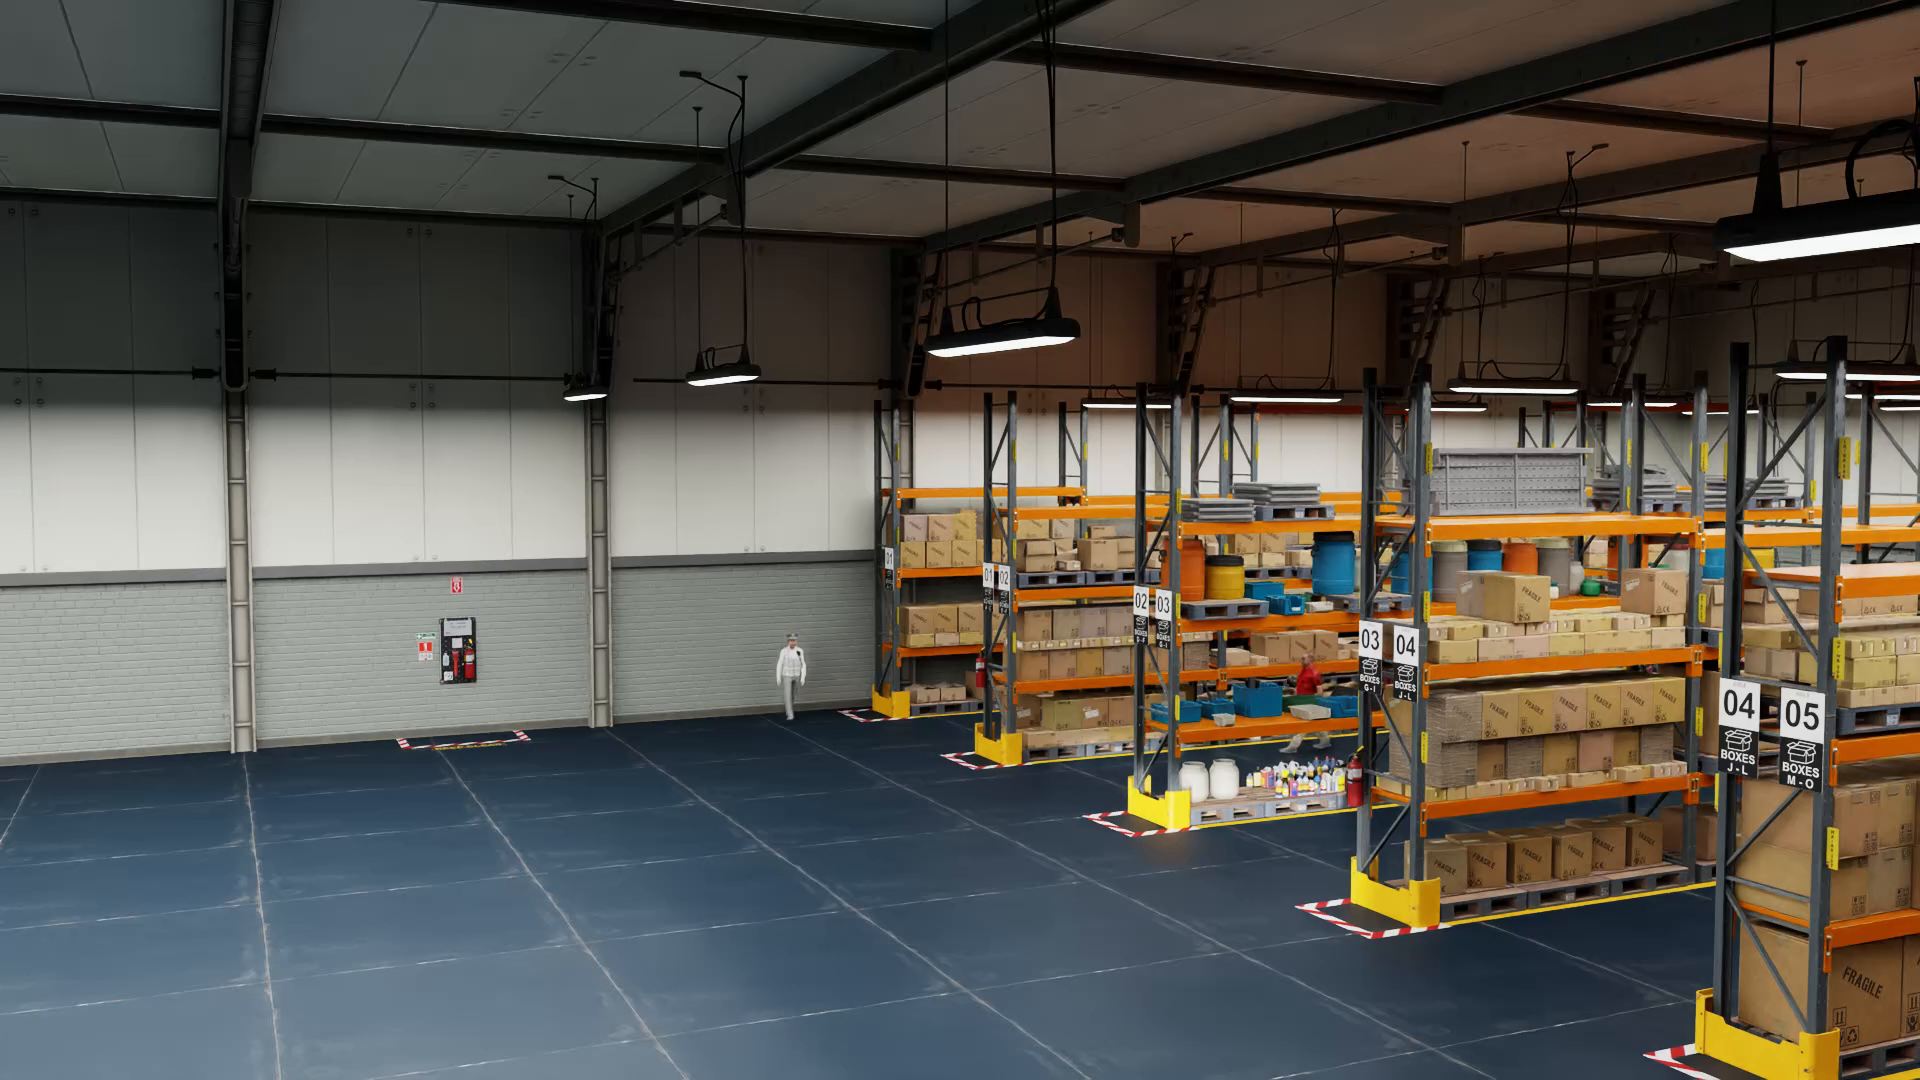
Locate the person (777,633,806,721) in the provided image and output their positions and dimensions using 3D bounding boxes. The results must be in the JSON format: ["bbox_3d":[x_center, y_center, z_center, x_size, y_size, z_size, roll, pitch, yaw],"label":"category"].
[{"bbox_3d":[-3.103,2.533,30.825,0.523,1.622,0.991,-2,4,-26],"label":"person"}]

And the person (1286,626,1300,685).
[{"bbox_3d":[6.765,2.399,33.123,0.639,1.684,0.715,-1,3,-14],"label":"person"}]

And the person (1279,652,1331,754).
[{"bbox_3d":[5.760,2.692,27.733,1.077,1.656,0.630,-1,4,-21],"label":"person"}]
